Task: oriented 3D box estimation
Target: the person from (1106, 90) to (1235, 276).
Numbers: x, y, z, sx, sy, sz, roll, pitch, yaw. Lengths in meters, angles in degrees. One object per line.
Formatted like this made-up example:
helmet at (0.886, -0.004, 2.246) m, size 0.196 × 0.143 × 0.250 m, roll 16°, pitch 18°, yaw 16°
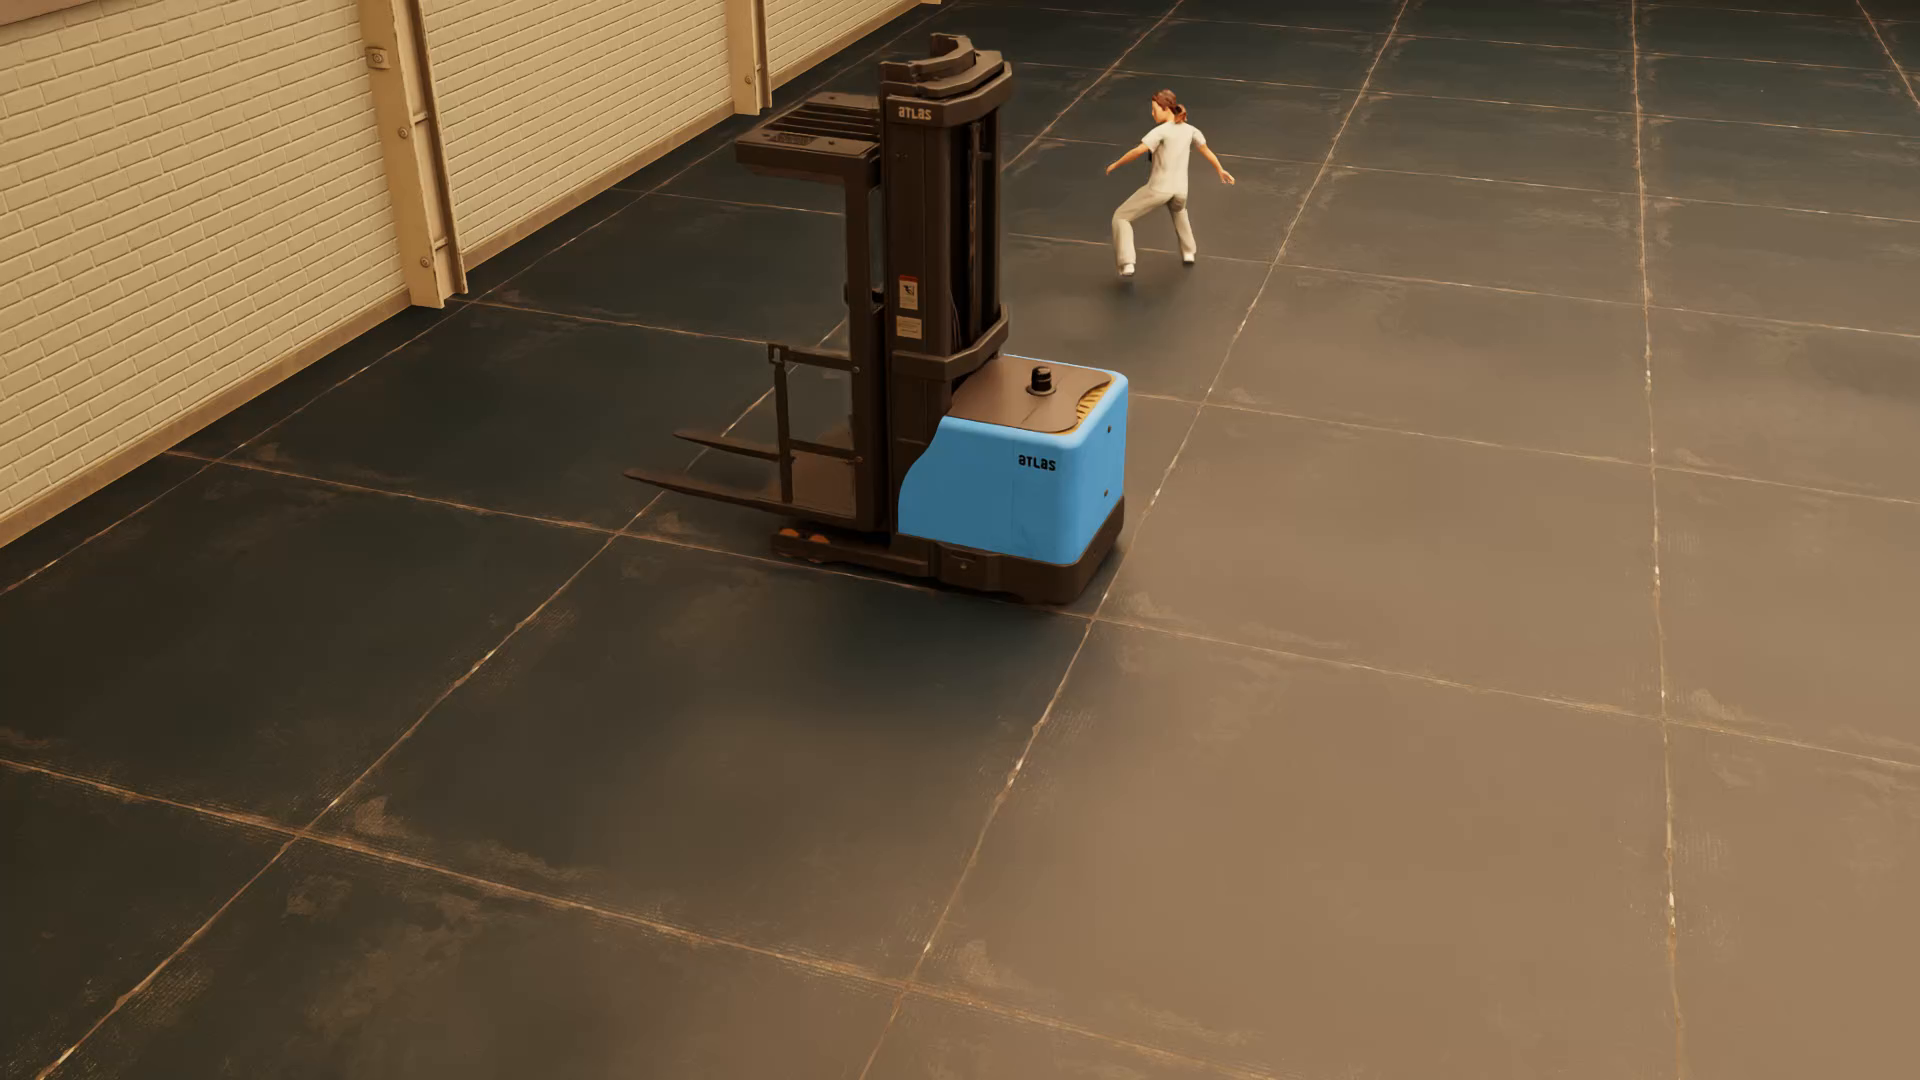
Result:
person at (1.719, -2.906, 13.732) m, size 1.083 × 1.581 × 0.541 m, roll -14°, pitch 33°, yaw -24°

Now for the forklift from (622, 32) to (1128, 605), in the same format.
forklift at (-0.581, -1.364, 9.530) m, size 3.031 × 2.935 × 1.130 m, roll 11°, pitch 32°, yaw 19°
